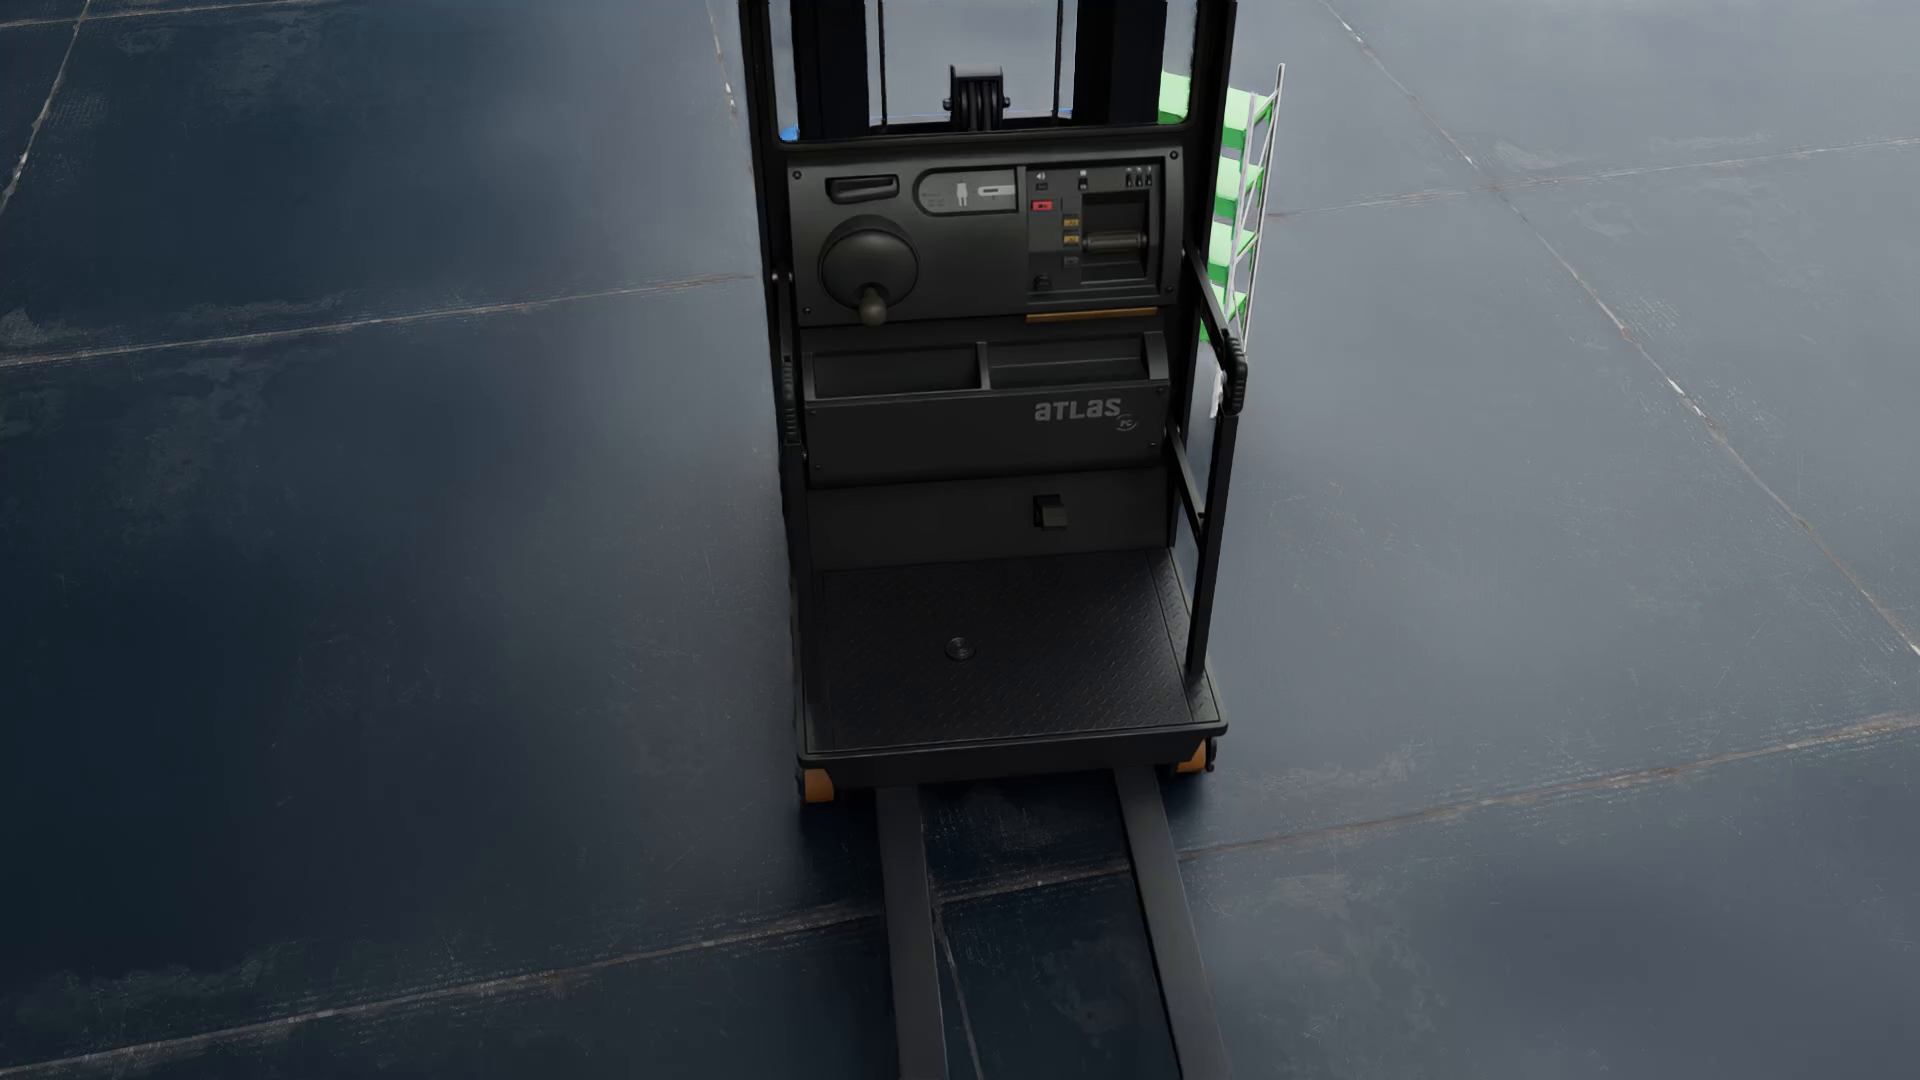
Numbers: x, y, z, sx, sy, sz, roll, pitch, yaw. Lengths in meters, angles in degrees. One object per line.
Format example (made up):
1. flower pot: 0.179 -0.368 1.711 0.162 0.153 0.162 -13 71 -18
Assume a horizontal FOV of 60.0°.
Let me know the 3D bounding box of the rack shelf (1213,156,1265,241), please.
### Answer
1. rack shelf: 0.716 -1.151 5.377 0.480 0.148 0.258 21 46 22

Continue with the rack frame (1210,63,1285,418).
1. rack frame: 0.927 -0.938 5.403 0.015 1.200 0.240 21 46 22

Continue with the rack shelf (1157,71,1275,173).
1. rack shelf: 0.716 -1.330 5.218 0.480 0.148 0.258 21 46 22

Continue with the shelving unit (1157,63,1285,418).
1. shelving unit: 0.716 -1.019 5.494 0.503 1.200 0.258 21 46 22

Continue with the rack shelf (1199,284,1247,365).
1. rack shelf: 0.716 -0.792 5.696 0.480 0.148 0.258 21 46 22

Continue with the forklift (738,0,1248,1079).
1. forklift: 0.090 -0.637 3.760 1.130 2.935 3.031 -4 42 -4

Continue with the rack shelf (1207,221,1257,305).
1. rack shelf: 0.716 -0.971 5.537 0.480 0.148 0.258 21 46 22
